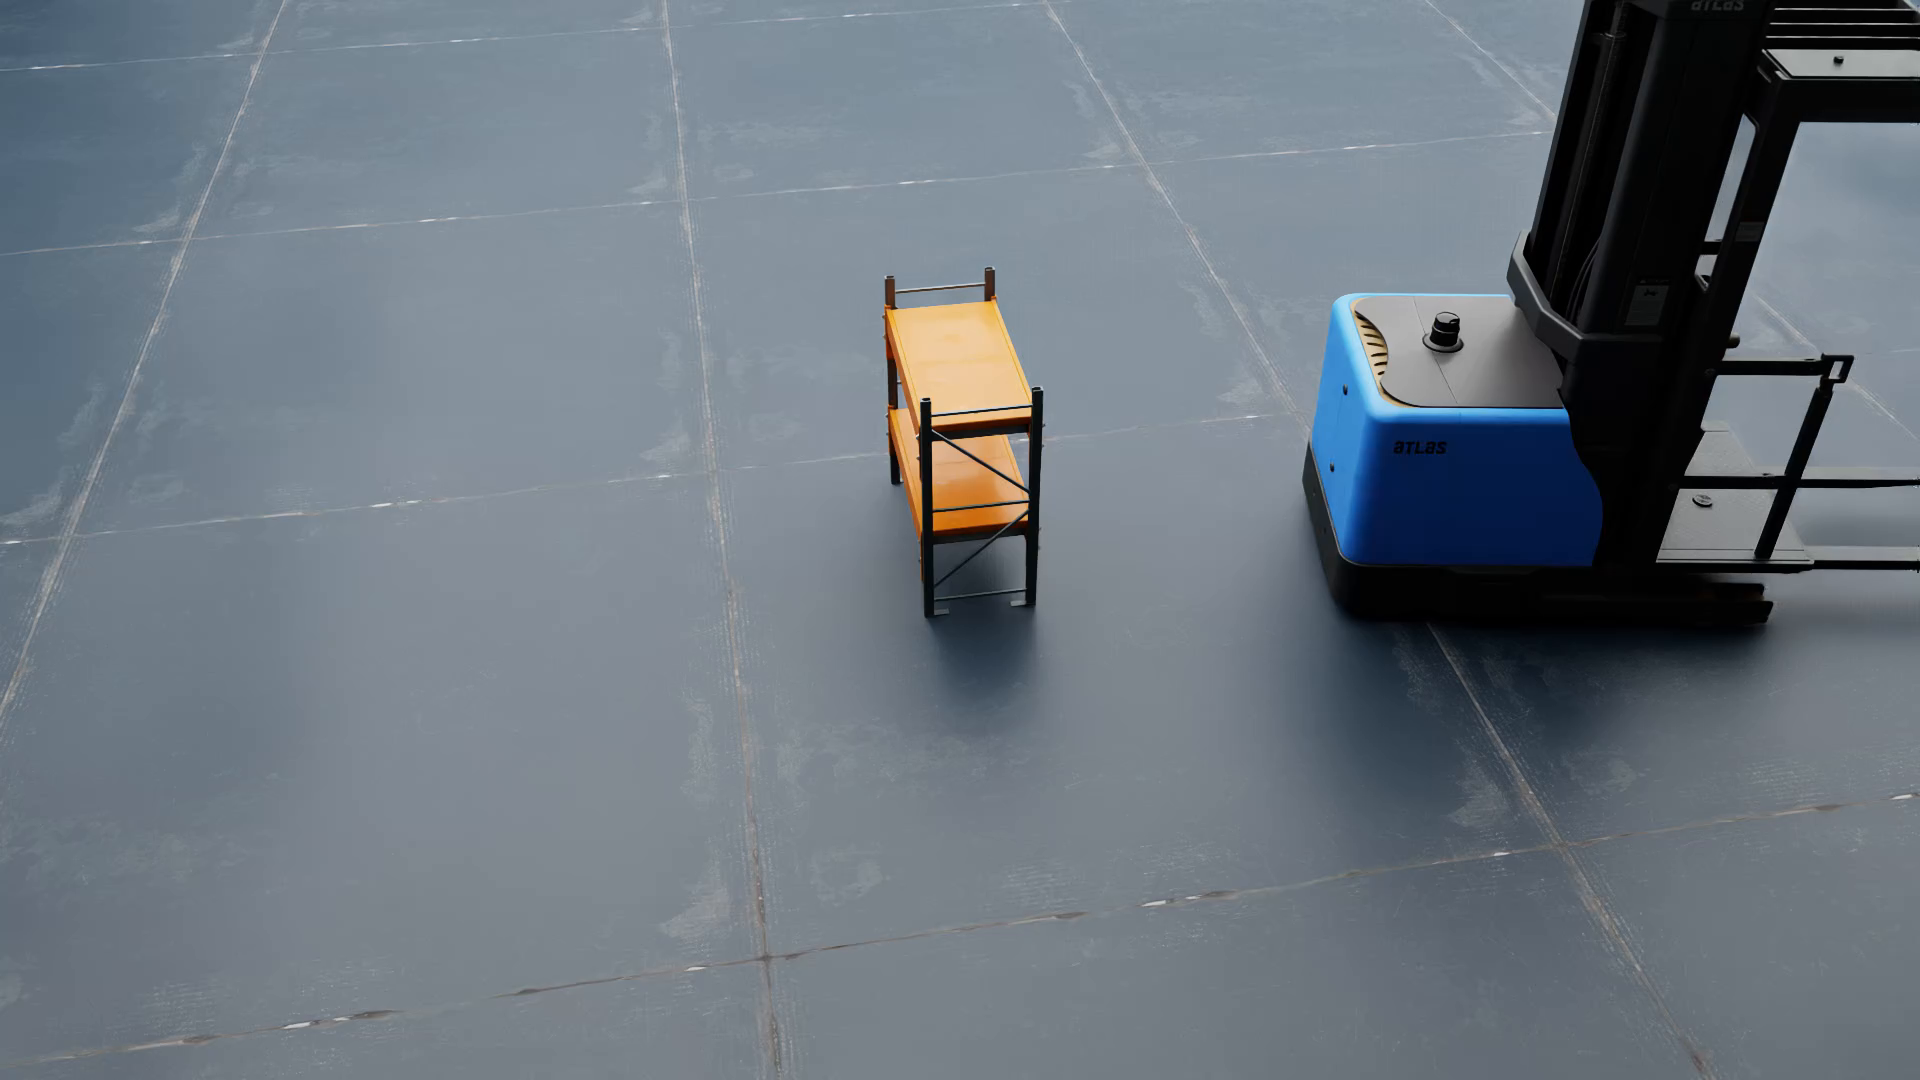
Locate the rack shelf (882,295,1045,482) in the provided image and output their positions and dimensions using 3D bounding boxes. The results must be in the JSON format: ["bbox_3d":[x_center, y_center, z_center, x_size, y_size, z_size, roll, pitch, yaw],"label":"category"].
[{"bbox_3d":[-0.001,-0.679,7.231,0.538,0.278,1.000,-6,38,-8],"label":"rack shelf"}]

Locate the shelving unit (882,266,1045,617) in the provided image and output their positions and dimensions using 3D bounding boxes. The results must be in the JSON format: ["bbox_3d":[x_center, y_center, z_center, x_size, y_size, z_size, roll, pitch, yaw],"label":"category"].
[{"bbox_3d":[-0.001,-0.448,7.410,0.538,1.125,1.048,-6,38,-8],"label":"shelving unit"}]

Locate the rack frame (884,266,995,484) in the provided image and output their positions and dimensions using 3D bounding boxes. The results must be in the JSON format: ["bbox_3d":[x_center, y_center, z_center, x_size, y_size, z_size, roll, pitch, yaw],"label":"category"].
[{"bbox_3d":[-0.090,-0.755,7.805,0.500,1.125,0.032,-6,38,-8],"label":"rack frame"}]

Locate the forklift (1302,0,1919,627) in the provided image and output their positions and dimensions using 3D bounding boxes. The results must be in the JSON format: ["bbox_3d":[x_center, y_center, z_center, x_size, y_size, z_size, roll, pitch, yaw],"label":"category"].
[{"bbox_3d":[3.155,-1.109,6.789,3.031,2.935,1.130,0,38,1],"label":"forklift"}]

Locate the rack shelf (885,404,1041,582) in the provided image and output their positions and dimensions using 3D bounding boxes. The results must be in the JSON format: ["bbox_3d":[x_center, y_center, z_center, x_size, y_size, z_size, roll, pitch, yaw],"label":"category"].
[{"bbox_3d":[-0.001,-0.255,7.560,0.538,0.278,1.000,-6,38,-8],"label":"rack shelf"}]

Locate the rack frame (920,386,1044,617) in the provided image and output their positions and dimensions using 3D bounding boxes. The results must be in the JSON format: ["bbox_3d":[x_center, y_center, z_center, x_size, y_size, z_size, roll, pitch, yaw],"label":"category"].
[{"bbox_3d":[0.088,-0.141,7.015,0.500,1.125,0.032,-6,38,-8],"label":"rack frame"}]
